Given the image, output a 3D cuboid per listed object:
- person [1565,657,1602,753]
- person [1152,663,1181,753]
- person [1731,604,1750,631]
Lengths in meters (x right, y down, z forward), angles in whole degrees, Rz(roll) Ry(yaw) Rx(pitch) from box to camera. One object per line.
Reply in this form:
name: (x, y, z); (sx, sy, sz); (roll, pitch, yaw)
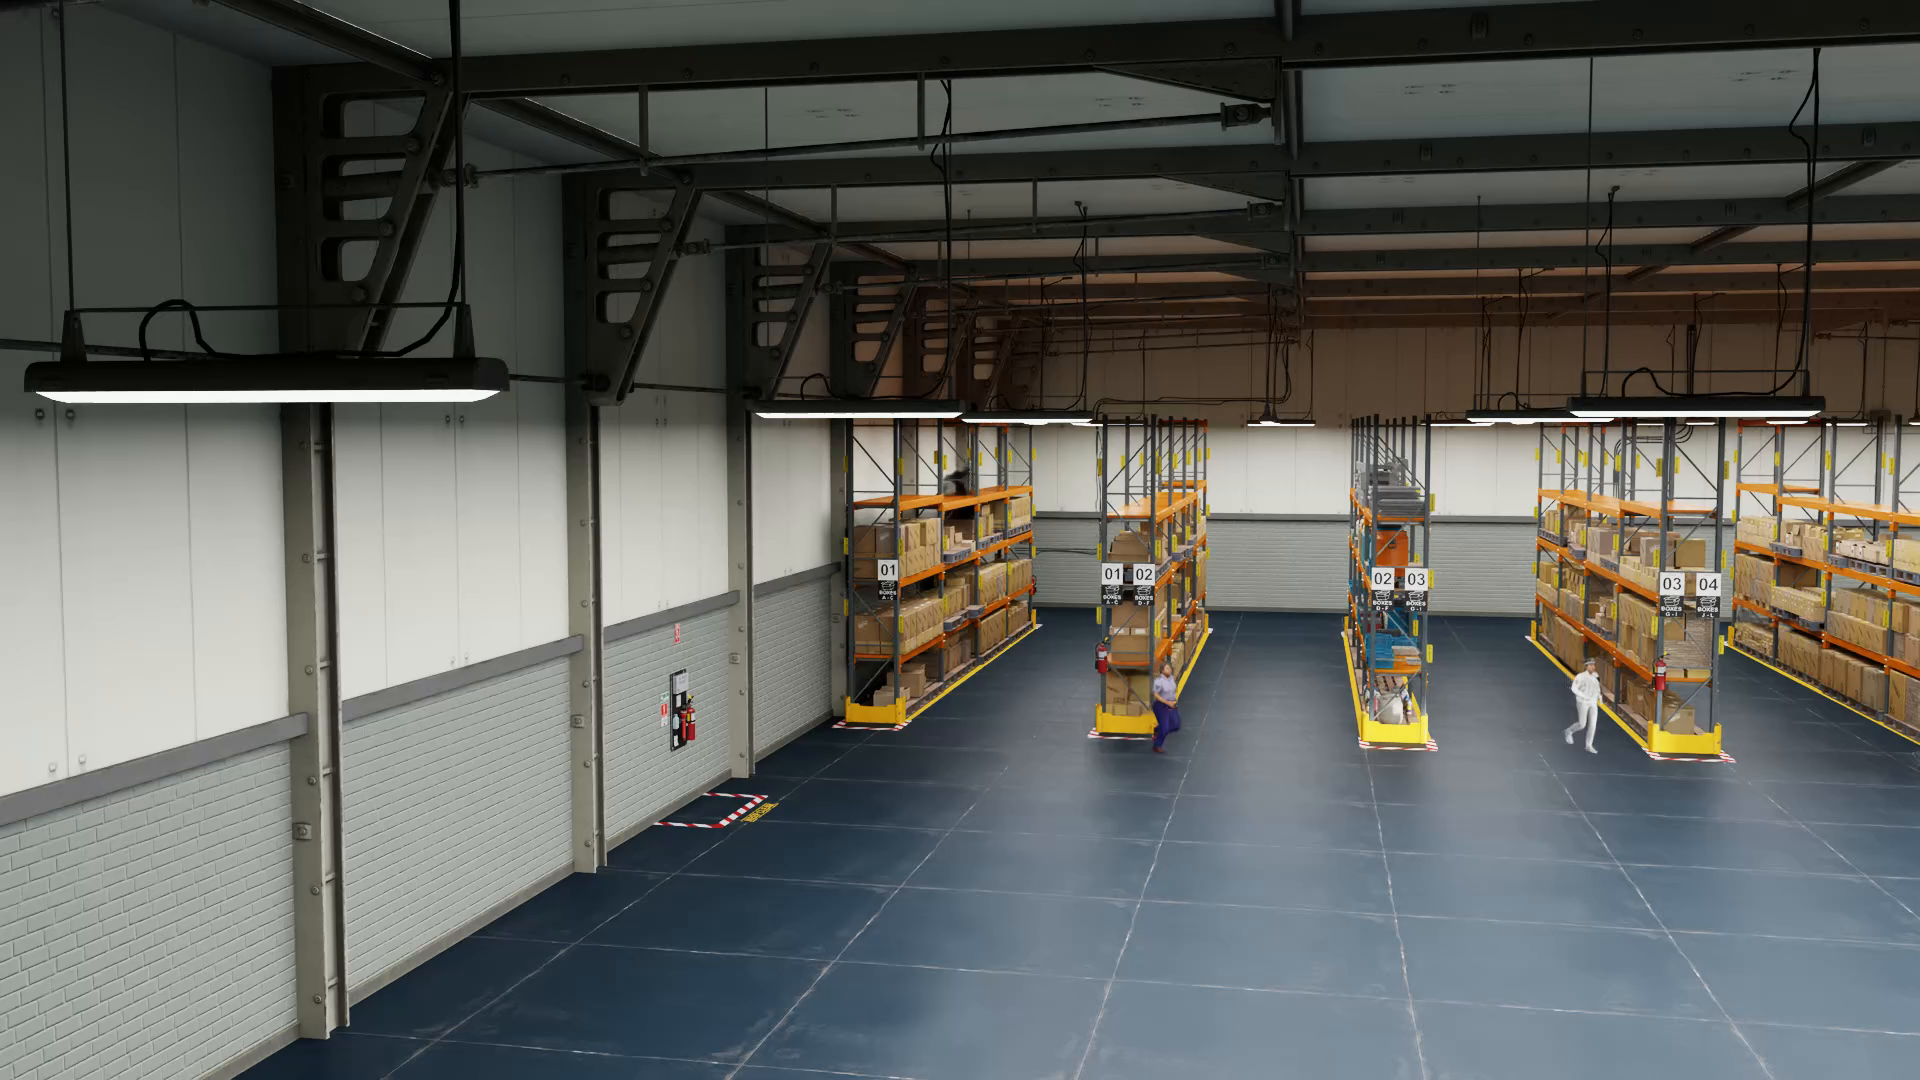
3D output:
person: (11.187, 2.921, 29.723); (0.644, 1.693, 0.750); (-1, 4, -16)
person: (3.653, 2.972, 29.467); (0.632, 1.611, 0.589); (-4, 5, -43)
person: (21.361, 1.893, 45.225); (0.735, 1.746, 0.852); (2, 4, 23)
